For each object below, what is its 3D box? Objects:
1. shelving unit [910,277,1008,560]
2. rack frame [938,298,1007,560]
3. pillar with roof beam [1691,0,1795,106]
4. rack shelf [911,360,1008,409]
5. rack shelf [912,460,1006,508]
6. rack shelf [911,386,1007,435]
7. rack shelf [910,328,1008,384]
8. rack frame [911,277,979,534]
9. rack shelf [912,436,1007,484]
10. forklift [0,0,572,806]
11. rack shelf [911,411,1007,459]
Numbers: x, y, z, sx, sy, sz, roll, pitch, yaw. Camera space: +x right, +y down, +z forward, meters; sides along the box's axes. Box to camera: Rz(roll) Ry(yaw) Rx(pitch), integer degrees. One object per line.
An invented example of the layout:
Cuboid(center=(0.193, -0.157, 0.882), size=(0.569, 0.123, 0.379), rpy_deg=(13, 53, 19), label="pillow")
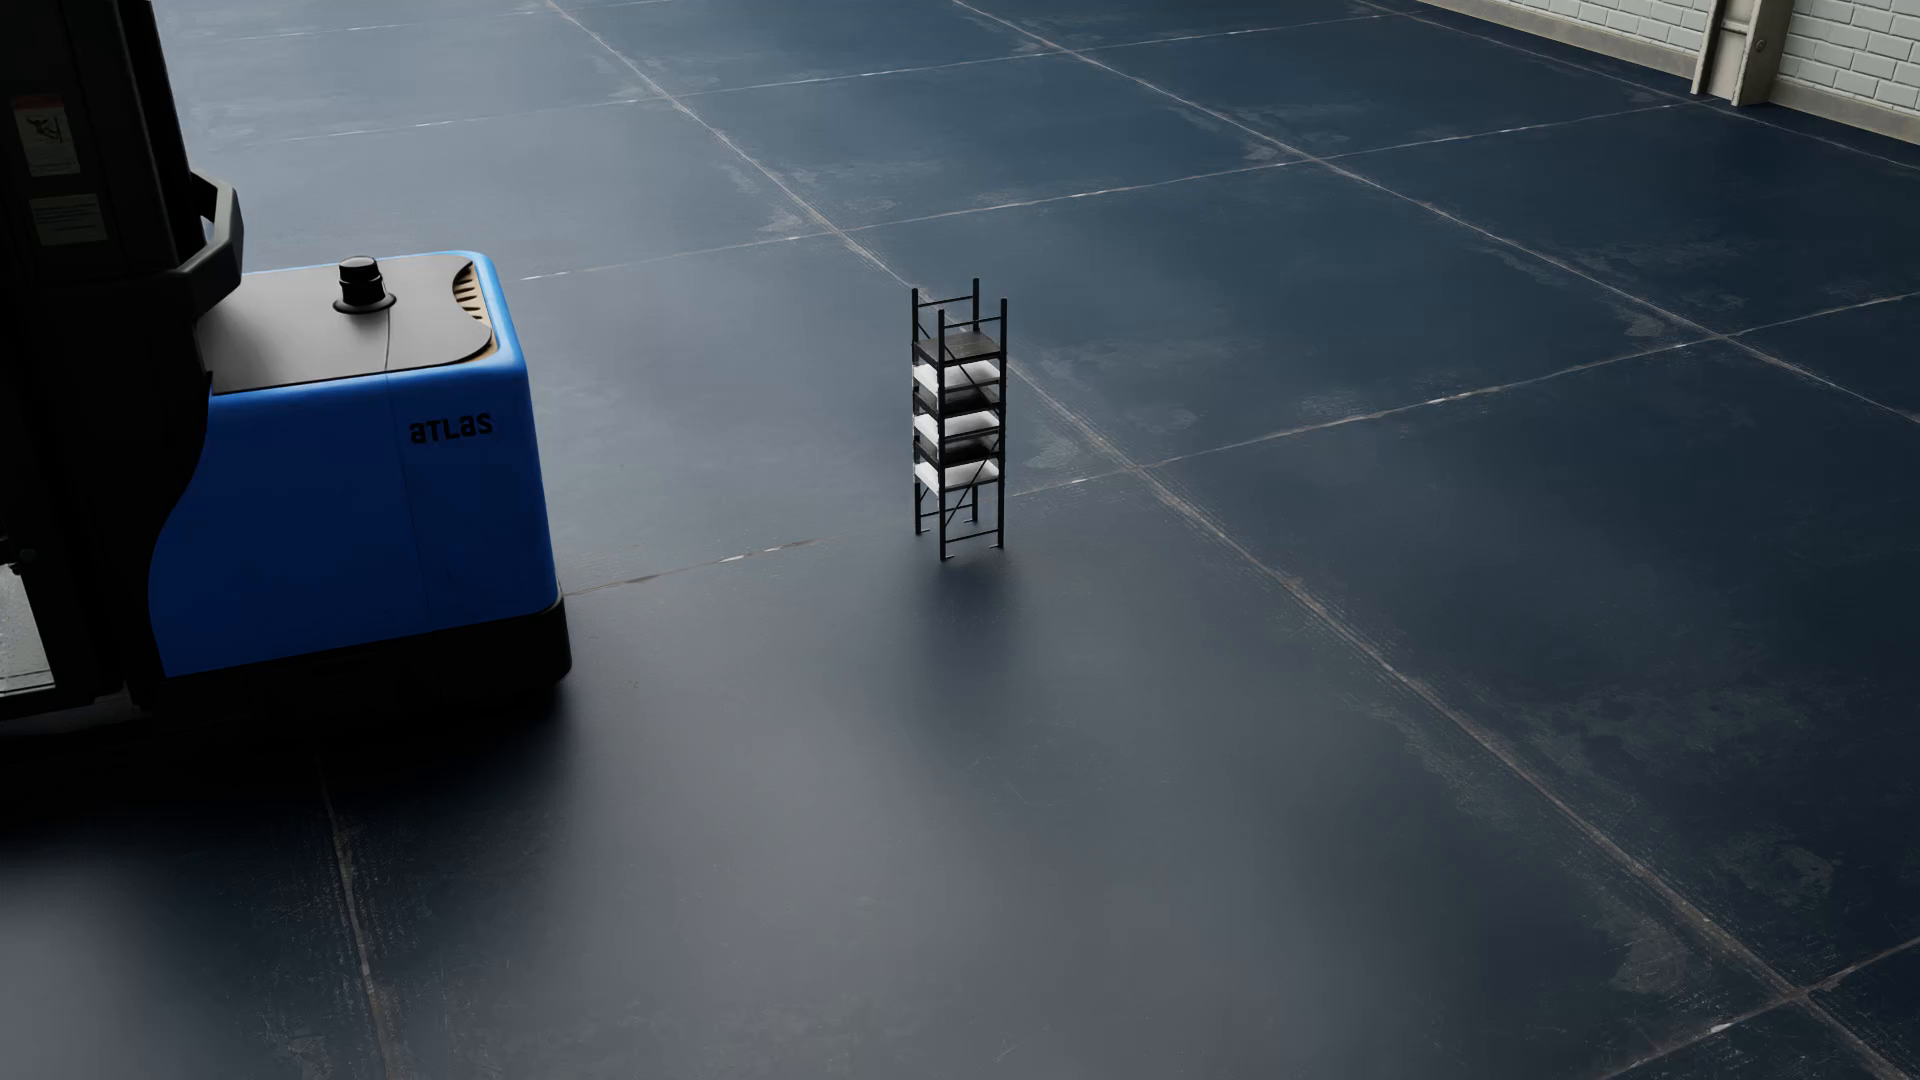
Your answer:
Cuboid(center=(-0.003, -0.396, 5.536), size=(0.258, 0.900, 0.210), rpy_deg=(-13, 32, -22), label="shelving unit")
Cuboid(center=(0.040, -0.351, 5.456), size=(0.240, 0.900, 0.006), rpy_deg=(-13, 32, -22), label="rack frame")
Cuboid(center=(1.190, -5.943, 7.149), size=(9.100, 9.000, 0.400), rpy_deg=(-13, 32, -22), label="pillar with roof beam")
Cuboid(center=(-0.003, -0.524, 5.465), size=(0.258, 0.077, 0.200), rpy_deg=(-13, 32, -22), label="rack shelf")
Cuboid(center=(-0.003, -0.210, 5.641), size=(0.258, 0.077, 0.200), rpy_deg=(-13, 32, -22), label="rack shelf")
Cuboid(center=(-0.003, -0.446, 5.509), size=(0.258, 0.077, 0.200), rpy_deg=(-13, 32, -22), label="rack shelf")
Cuboid(center=(-0.003, -0.603, 5.421), size=(0.258, 0.077, 0.200), rpy_deg=(-13, 32, -22), label="rack shelf")
Cuboid(center=(-0.047, -0.441, 5.616), size=(0.240, 0.900, 0.006), rpy_deg=(-13, 32, -22), label="rack frame")
Cuboid(center=(-0.003, -0.289, 5.597), size=(0.258, 0.077, 0.200), rpy_deg=(-13, 32, -22), label="rack shelf")
Cuboid(center=(-2.725, -0.797, 4.175), size=(3.031, 2.935, 1.130), rpy_deg=(-10, 31, -17), label="forklift")
Cuboid(center=(-0.003, -0.367, 5.553), size=(0.258, 0.077, 0.200), rpy_deg=(-13, 32, -22), label="rack shelf")
